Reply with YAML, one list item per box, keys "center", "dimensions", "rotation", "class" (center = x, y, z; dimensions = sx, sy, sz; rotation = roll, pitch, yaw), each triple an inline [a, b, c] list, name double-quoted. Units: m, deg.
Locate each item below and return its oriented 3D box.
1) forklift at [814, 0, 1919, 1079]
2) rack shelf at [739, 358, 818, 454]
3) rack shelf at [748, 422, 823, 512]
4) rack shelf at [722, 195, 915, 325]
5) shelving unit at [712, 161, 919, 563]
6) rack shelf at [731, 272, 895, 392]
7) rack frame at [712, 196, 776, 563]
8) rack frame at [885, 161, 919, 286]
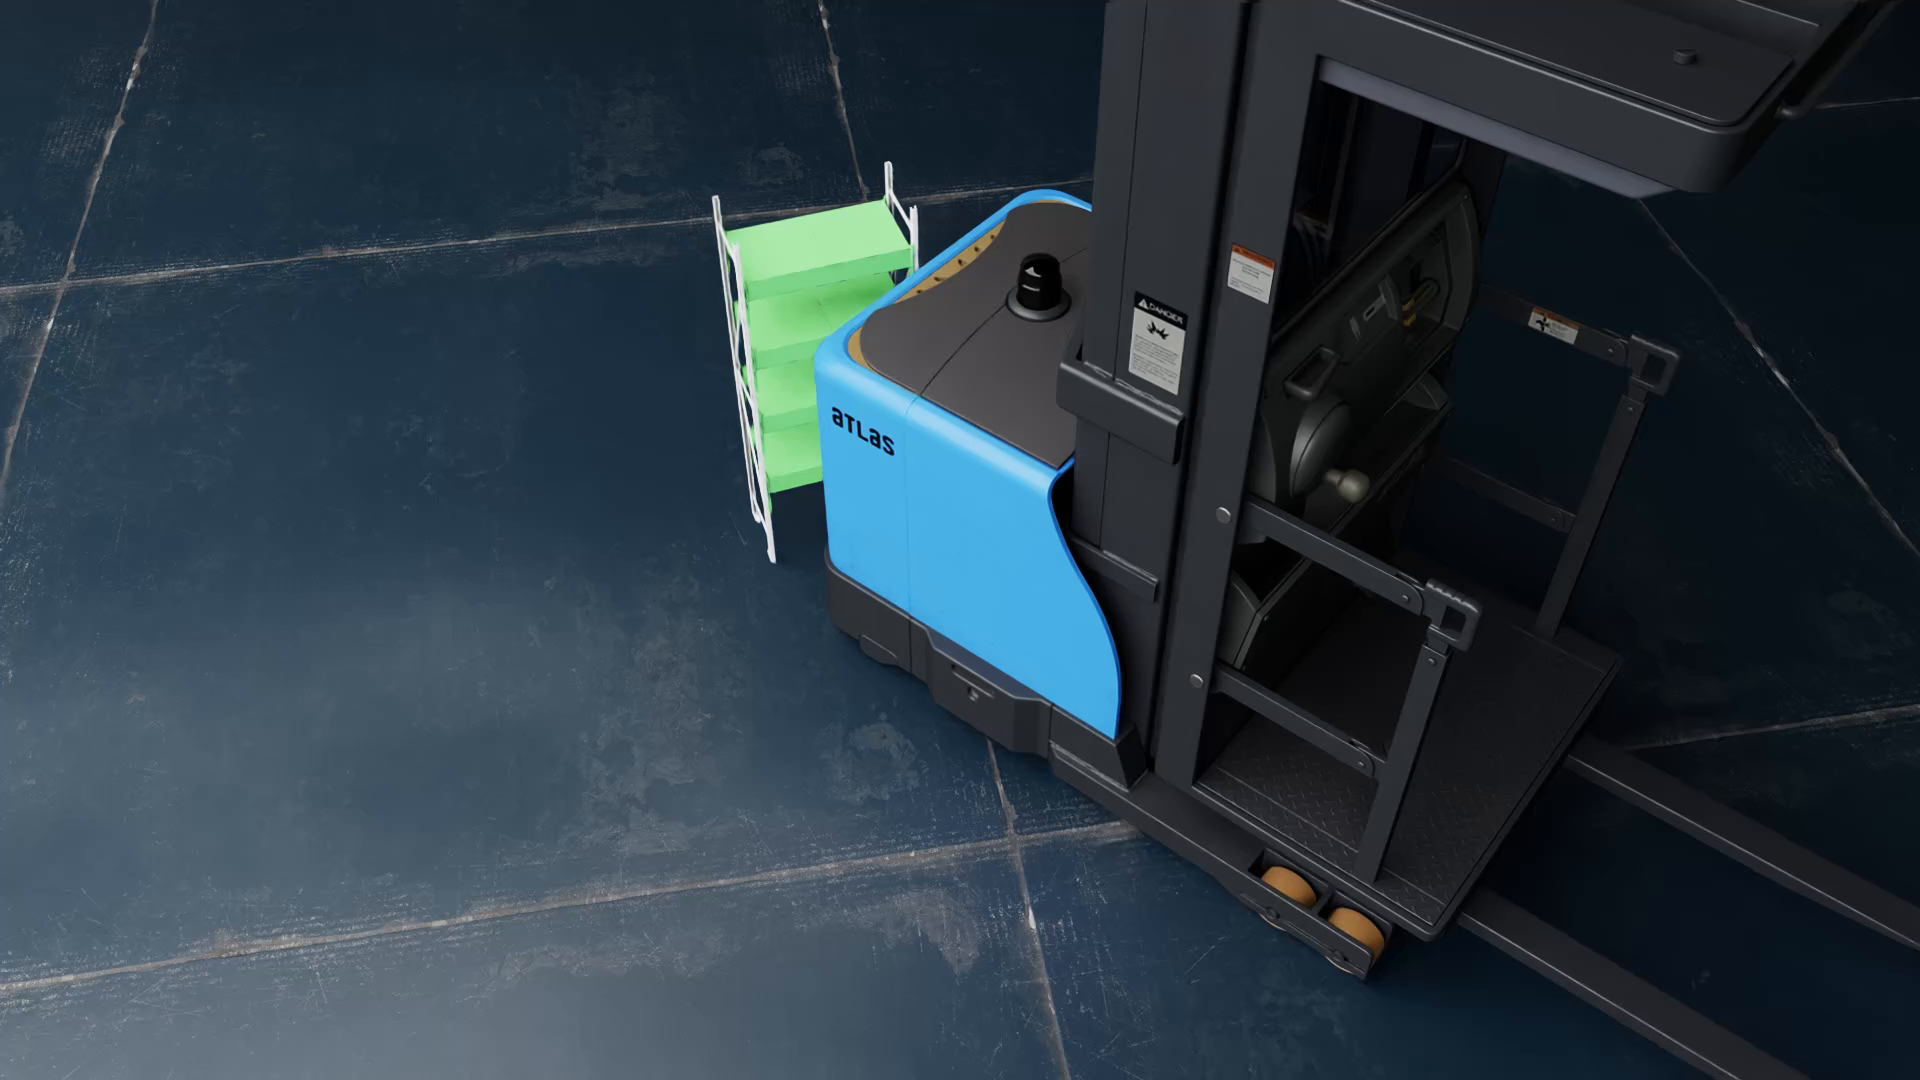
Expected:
- center: [1.074, -0.364, 3.565]
  dimensions: [3.031, 2.935, 1.130]
  rotation: [30, 53, 26]
  class: "forklift"
- center: [-0.390, -0.442, 4.932]
  dimensions: [0.480, 0.148, 0.258]
  rotation: [-14, 48, -13]
  class: "rack shelf"
- center: [-0.390, -0.276, 5.105]
  dimensions: [0.480, 0.148, 0.258]
  rotation: [-14, 48, -13]
  class: "rack shelf"
- center: [-0.390, -0.776, 4.586]
  dimensions: [0.480, 0.148, 0.258]
  rotation: [-14, 48, -13]
  class: "rack shelf"
- center: [-0.390, -0.487, 4.886]
  dimensions: [0.503, 1.200, 0.258]
  rotation: [-14, 48, -13]
  class: "shelving unit"
- center: [-0.390, -0.609, 4.759]
  dimensions: [0.480, 0.148, 0.258]
  rotation: [-14, 48, -13]
  class: "rack shelf"
- center: [-0.620, -0.428, 4.829]
  dimensions: [0.015, 1.200, 0.240]
  rotation: [-14, 48, -13]
  class: "rack frame"
- center: [-0.161, -0.546, 4.943]
  dimensions: [0.015, 1.200, 0.240]
  rotation: [-14, 48, -13]
  class: "rack frame"
